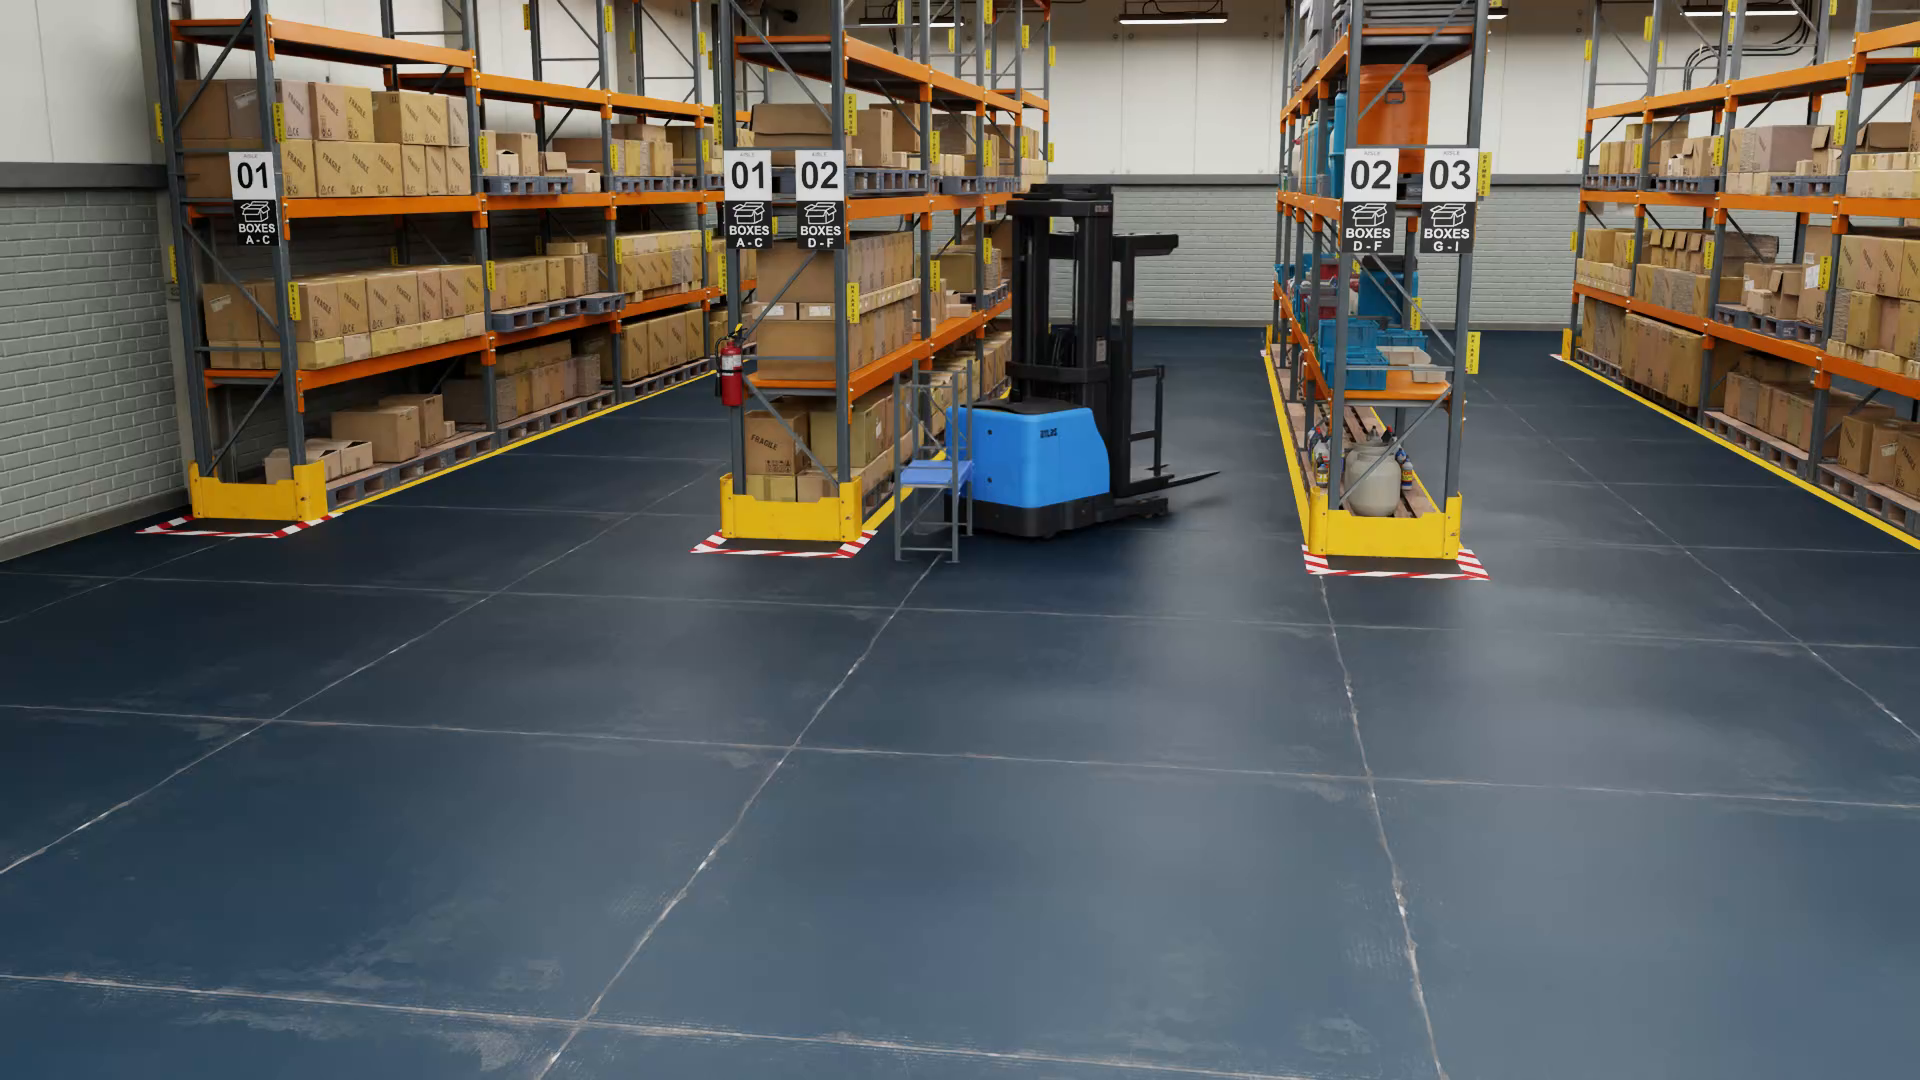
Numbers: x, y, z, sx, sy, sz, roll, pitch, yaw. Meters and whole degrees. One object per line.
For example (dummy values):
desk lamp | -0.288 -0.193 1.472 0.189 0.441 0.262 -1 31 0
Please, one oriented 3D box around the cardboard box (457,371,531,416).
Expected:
cardboard box | -5.581 -1.758 19.919 0.700 0.500 0.500 2 12 8

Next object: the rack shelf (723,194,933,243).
rack shelf | -1.120 -3.040 15.569 1.077 0.370 4.000 2 12 9

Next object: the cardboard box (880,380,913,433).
cardboard box | -0.756 -1.362 16.945 0.500 0.500 0.500 2 12 9

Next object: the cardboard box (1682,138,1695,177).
cardboard box | 9.884 -5.001 21.717 0.797 0.503 0.637 2 12 8

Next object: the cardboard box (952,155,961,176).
cardboard box | -0.274 -4.567 20.304 0.500 0.250 0.500 2 12 10

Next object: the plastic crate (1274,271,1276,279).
plastic crate | 5.432 -4.474 28.119 0.250 0.136 0.298 2 12 9

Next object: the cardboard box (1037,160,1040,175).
cardboard box | 1.049 -6.154 27.479 0.500 0.250 0.500 2 12 9

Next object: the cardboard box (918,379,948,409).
cardboard box | -0.421 -1.659 18.772 0.500 0.311 0.500 2 12 8

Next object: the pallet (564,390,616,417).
pallet | -5.214 -1.809 21.885 1.003 0.211 1.213 2 12 9

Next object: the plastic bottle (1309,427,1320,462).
plastic bottle | 3.547 -0.946 16.508 0.144 0.351 0.185 2 12 10

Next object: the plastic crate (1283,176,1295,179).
plastic crate | 5.136 -5.430 25.349 0.416 0.233 0.300 2 12 9

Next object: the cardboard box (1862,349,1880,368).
cardboard box | 8.474 -1.655 15.148 0.380 0.149 0.250 2 12 9

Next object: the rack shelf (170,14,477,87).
rack shelf | -6.016 -4.665 15.994 1.077 0.370 4.000 2 12 9

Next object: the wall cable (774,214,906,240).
wall cable | -2.639 -7.580 35.178 3.097 2.526 0.112 2 12 9

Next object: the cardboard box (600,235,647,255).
cardboard box | -4.686 -4.103 23.142 0.500 0.250 0.500 2 12 8

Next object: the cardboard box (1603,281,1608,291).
cardboard box | 10.126 -3.904 25.587 0.380 0.149 0.250 2 12 8

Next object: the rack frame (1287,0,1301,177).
rack frame | 5.312 -6.779 24.088 1.000 3.000 0.127 2 12 9

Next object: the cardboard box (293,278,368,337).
cardboard box | -5.867 -2.164 15.445 0.500 0.500 0.500 2 12 9

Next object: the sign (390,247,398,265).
sign | -6.257 -3.085 18.440 0.100 0.325 0.005 2 12 9

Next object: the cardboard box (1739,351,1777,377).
cardboard box | 9.517 -2.072 19.598 0.500 0.250 0.500 2 12 11

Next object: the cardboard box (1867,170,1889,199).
cardboard box | 8.577 -3.218 15.040 0.500 0.250 0.500 2 12 8

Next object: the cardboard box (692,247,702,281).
cardboard box | -4.300 -4.267 25.682 0.500 0.500 0.500 2 12 8

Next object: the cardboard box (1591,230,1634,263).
cardboard box | 10.330 -4.654 26.337 0.500 0.500 0.500 2 12 7

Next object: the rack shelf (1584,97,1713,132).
rack shelf | 10.513 -6.487 25.393 1.077 0.370 4.000 2 12 9

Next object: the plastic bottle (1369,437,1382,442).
plastic bottle | 4.087 -0.881 16.380 0.152 0.276 0.135 2 12 9

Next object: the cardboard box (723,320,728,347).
cardboard box | -4.181 -3.407 27.620 0.700 0.500 0.500 2 12 8

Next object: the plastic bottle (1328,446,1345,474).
plastic bottle | 3.603 -0.782 15.925 0.152 0.276 0.135 2 12 9

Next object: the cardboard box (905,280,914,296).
cardboard box | -0.683 -2.593 17.128 0.380 0.149 0.250 2 12 7

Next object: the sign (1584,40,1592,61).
sign | 10.273 -8.004 27.181 0.100 0.325 0.005 2 12 9

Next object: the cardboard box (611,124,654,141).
cardboard box | -4.813 -5.970 24.392 0.500 0.250 0.500 1 12 7

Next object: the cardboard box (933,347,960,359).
cardboard box | -0.286 -2.370 22.760 0.500 0.500 0.500 2 12 11

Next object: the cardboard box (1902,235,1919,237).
cardboard box | 9.178 -2.601 15.625 0.500 0.500 0.500 2 12 9

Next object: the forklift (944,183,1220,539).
forklift | 1.231 -1.687 14.866 1.130 2.935 3.031 11 16 42

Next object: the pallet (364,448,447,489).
pallet | -5.962 -0.743 16.940 1.003 0.211 1.213 2 12 9

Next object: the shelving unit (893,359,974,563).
shelving unit | -0.206 -0.665 13.519 0.538 1.500 1.048 1 12 7

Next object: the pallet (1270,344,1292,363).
pallet | 5.762 -3.145 28.087 1.003 0.211 1.213 2 12 9

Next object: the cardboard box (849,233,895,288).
cardboard box | -1.029 -2.723 16.192 0.700 0.500 0.500 2 12 9

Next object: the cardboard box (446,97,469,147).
cardboard box | -5.517 -4.402 17.523 0.500 0.500 0.500 1 12 4

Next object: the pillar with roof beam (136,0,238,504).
pillar with roof beam | -2.816 -4.636 14.145 9.100 9.000 0.400 2 12 9

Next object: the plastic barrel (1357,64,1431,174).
plastic barrel | 3.415 -3.335 13.212 0.600 0.830 0.708 2 12 9

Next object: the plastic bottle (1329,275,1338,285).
plastic bottle | 5.323 -3.586 23.631 0.144 0.351 0.185 2 12 9

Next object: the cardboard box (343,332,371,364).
cardboard box | -5.869 -1.805 15.559 0.500 0.250 0.500 1 12 7

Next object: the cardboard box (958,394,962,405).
cardboard box | -0.270 -1.599 19.824 0.500 0.250 0.500 2 12 10

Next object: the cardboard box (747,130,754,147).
cardboard box | -3.793 -6.748 28.409 0.500 0.500 0.500 2 12 10

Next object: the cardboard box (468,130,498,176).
cardboard box | -5.545 -4.333 18.627 0.500 0.500 0.500 4 13 17

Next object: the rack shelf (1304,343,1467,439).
rack shelf | 3.774 -1.413 15.136 1.077 0.370 4.000 2 12 9

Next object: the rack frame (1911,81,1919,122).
rack frame | 15.706 -7.269 26.364 1.000 3.000 0.127 2 12 9

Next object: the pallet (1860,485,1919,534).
pallet | 8.722 -0.261 14.706 1.003 0.211 1.213 2 12 9

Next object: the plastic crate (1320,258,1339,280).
plastic crate | 5.697 -4.084 25.531 0.402 0.464 0.583 2 12 9

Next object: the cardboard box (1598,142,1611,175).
cardboard box | 10.588 -6.064 26.422 0.700 0.500 0.500 1 12 7

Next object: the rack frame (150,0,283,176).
rack frame | -6.323 -4.602 13.986 1.000 3.000 0.127 2 12 9

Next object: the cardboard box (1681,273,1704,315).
cardboard box | 9.504 -3.116 21.096 0.500 0.500 0.500 2 12 8

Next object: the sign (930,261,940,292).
sign | -0.264 -2.786 17.559 0.100 0.325 0.005 2 12 9

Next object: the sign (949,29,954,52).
sign | -0.116 -7.457 24.829 0.100 0.325 0.005 2 12 9

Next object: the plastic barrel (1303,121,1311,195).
plastic barrel | 4.255 -4.390 19.102 0.600 0.830 0.708 2 12 9

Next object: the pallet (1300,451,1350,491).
pallet | 3.937 -0.679 16.644 1.003 0.211 1.213 2 12 9

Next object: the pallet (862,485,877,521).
pallet | -1.352 -0.307 14.916 1.003 0.211 1.213 2 12 9
